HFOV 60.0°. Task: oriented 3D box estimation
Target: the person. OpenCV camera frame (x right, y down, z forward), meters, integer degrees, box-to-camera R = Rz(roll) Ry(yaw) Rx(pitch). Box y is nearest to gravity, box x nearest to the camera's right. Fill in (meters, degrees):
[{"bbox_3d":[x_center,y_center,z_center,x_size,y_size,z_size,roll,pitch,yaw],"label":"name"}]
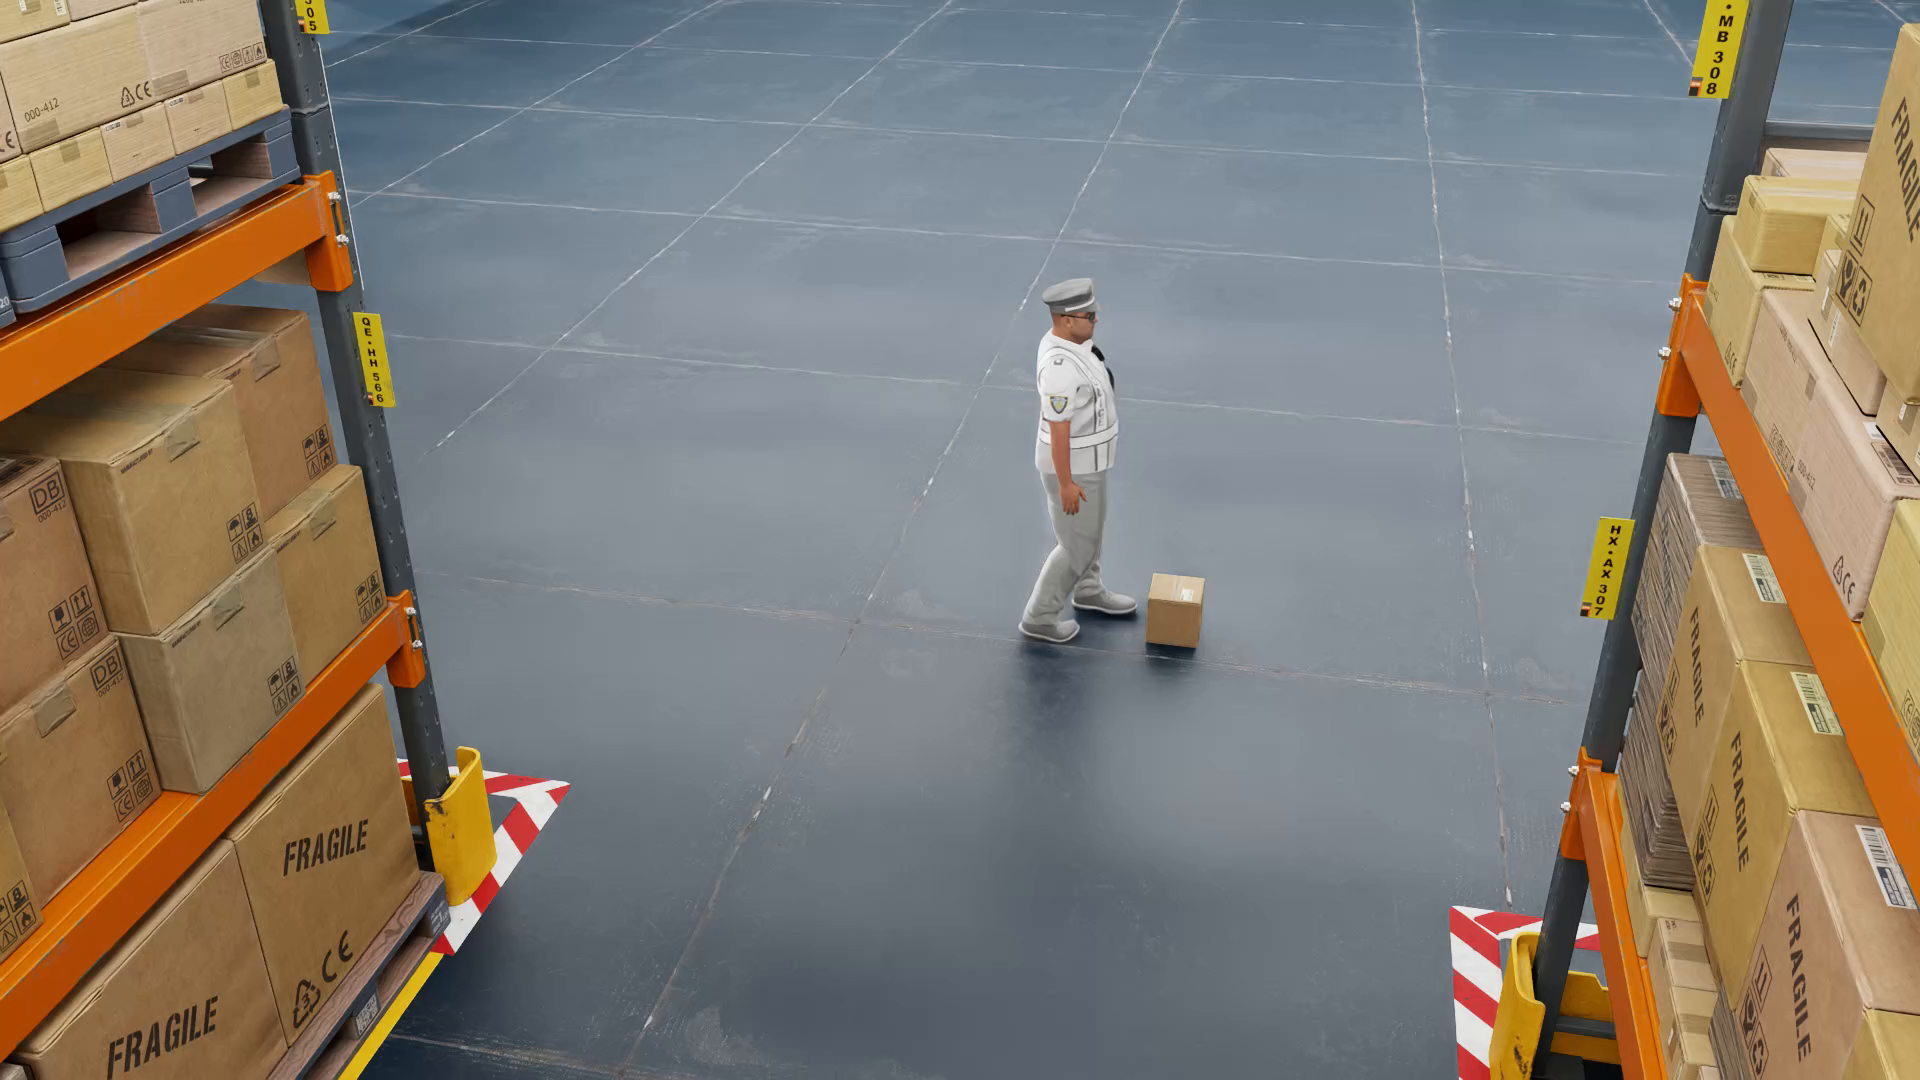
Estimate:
[{"bbox_3d":[0.588,-0.370,7.789,0.562,1.781,0.556,3,29,6],"label":"person"}]
